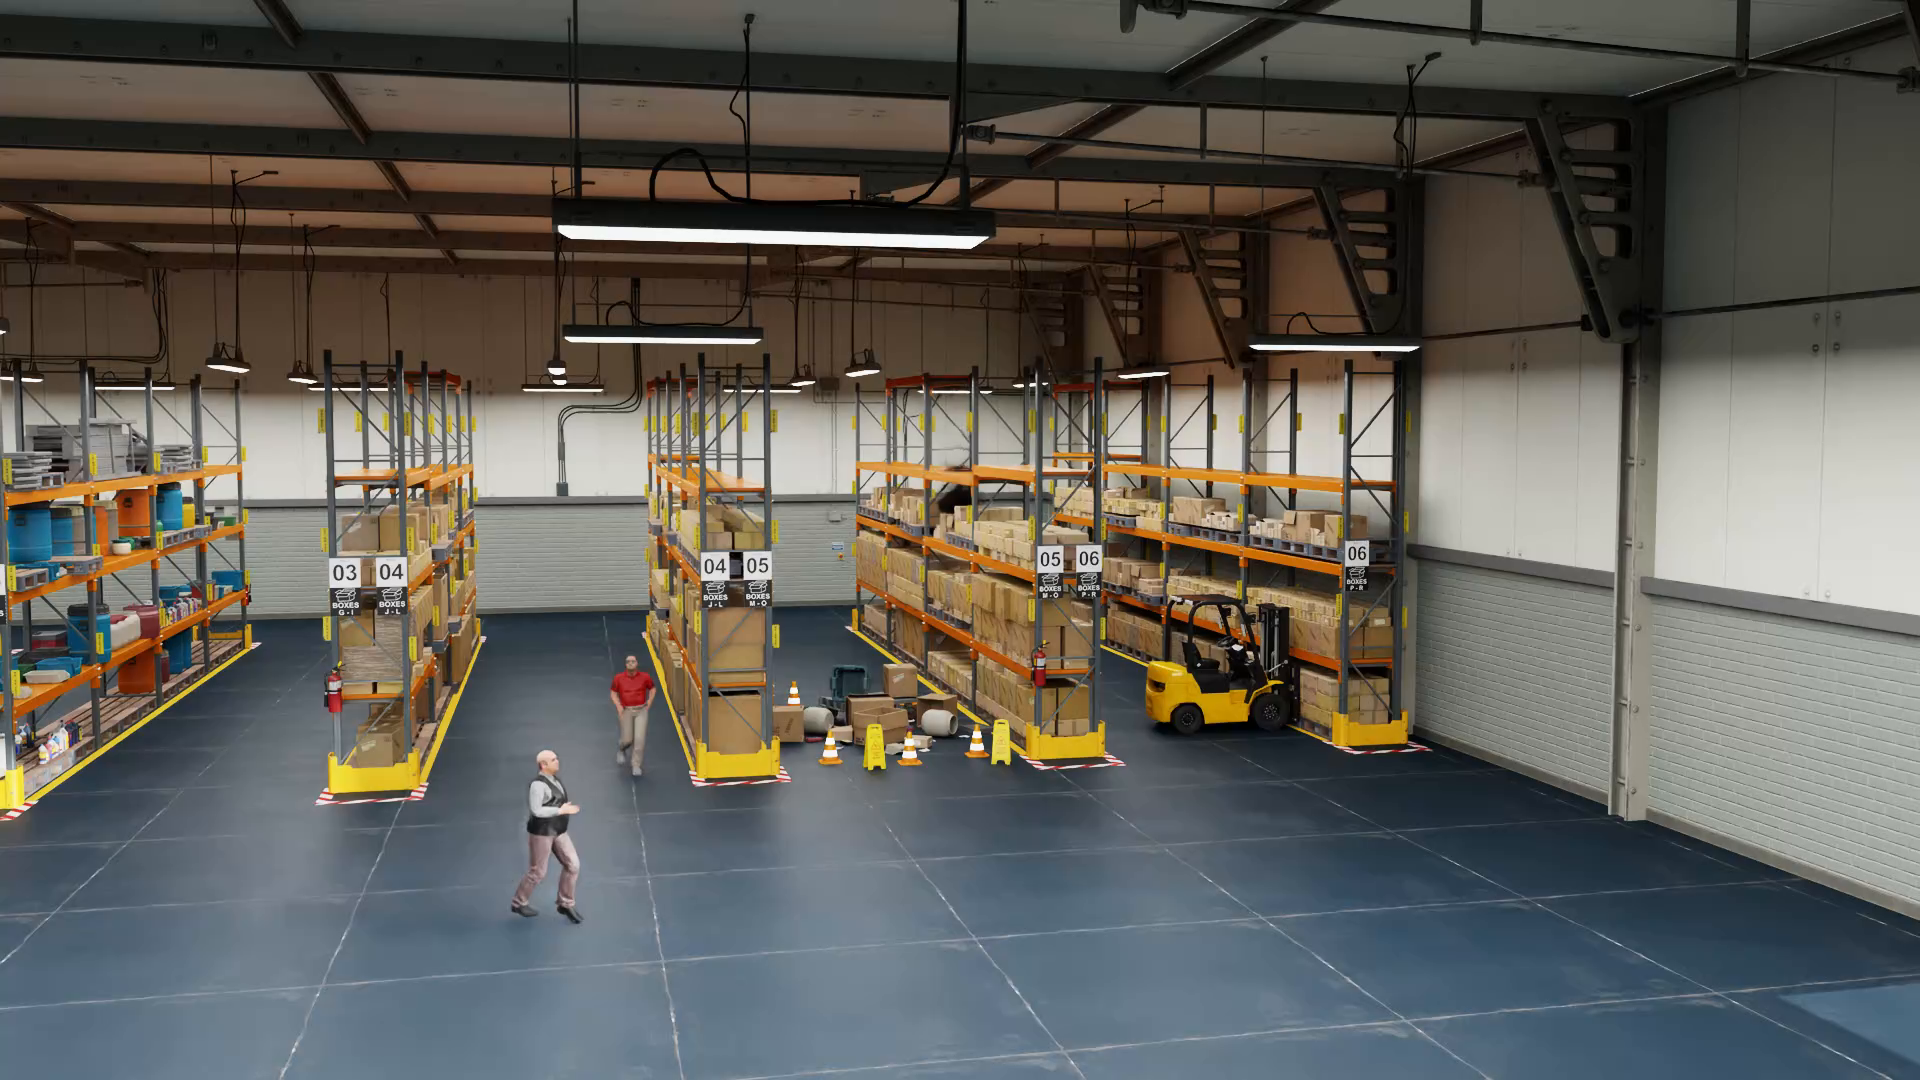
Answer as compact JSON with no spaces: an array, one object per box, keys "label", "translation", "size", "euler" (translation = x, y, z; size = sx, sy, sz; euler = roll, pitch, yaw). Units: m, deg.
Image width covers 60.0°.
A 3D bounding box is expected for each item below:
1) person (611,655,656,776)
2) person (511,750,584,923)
[{"label":"person","translation":[-4.697,2.500,23.973],"size":[0.648,1.686,0.674],"euler":[-1,4,-14]},{"label":"person","translation":[-4.143,2.984,16.651],"size":[0.778,1.775,0.641],"euler":[1,4,16]}]
